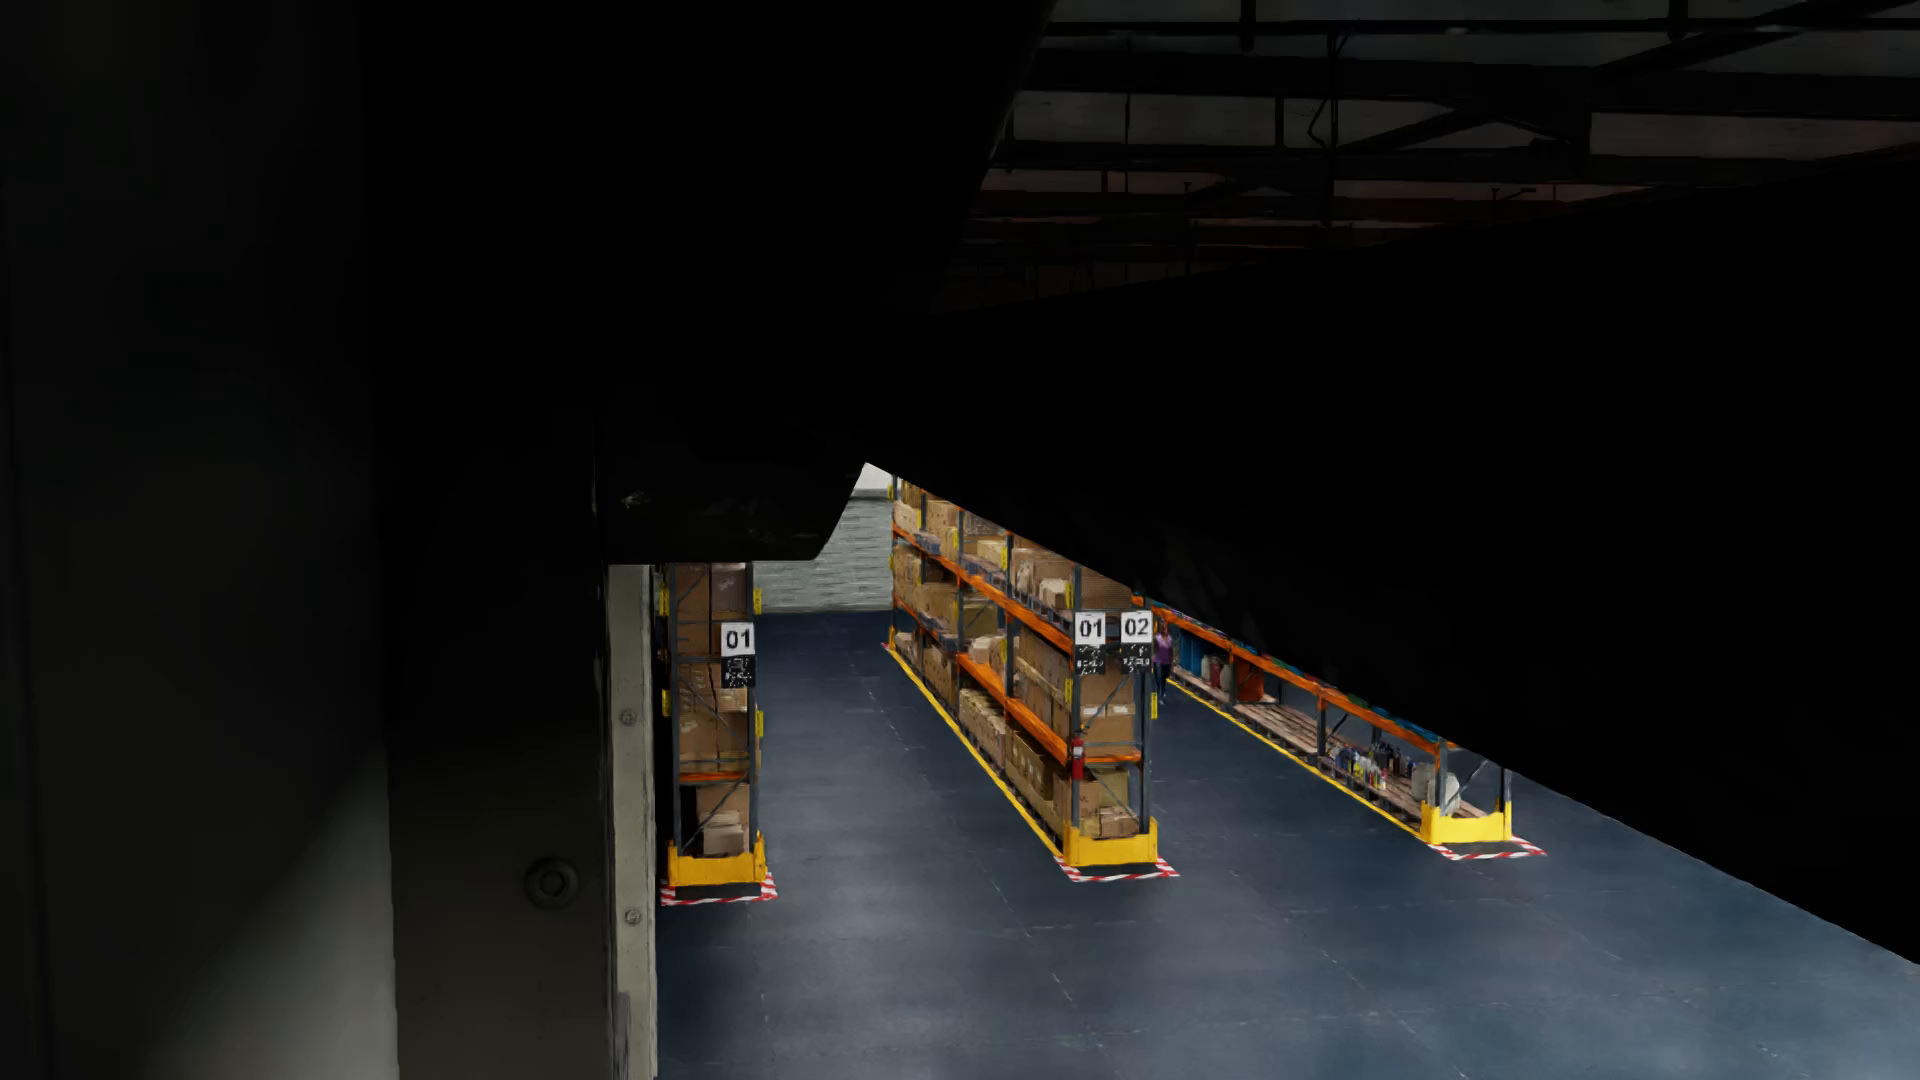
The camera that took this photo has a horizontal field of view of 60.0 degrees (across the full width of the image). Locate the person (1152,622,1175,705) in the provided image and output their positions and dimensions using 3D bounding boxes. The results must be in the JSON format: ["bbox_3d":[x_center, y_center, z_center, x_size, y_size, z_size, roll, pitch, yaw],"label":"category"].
[{"bbox_3d":[3.764,2.298,30.707,0.419,1.405,1.042,-1,6,-6],"label":"person"}]
